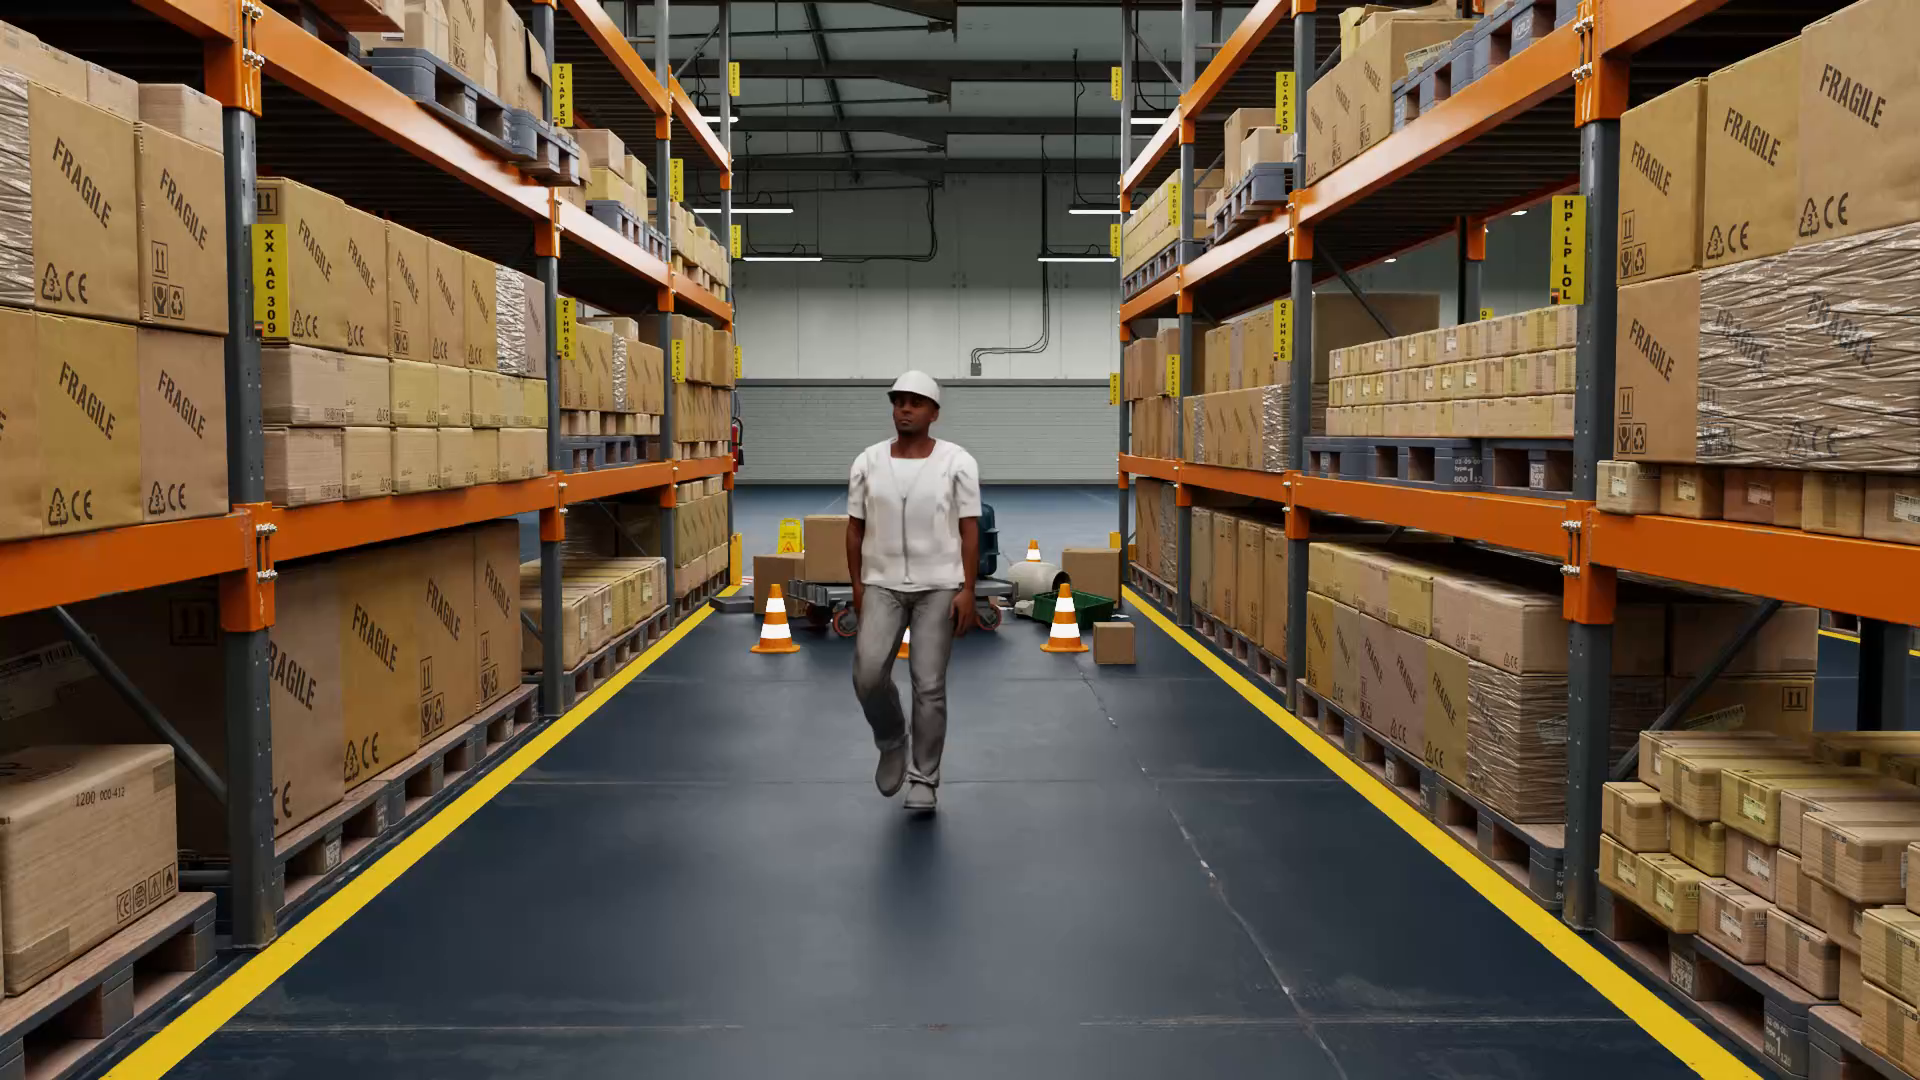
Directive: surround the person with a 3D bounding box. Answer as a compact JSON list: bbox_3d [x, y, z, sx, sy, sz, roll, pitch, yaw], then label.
[{"bbox_3d":[-0.195,0.197,6.693,0.564,1.758,0.501,0,4,7],"label":"person"}]
